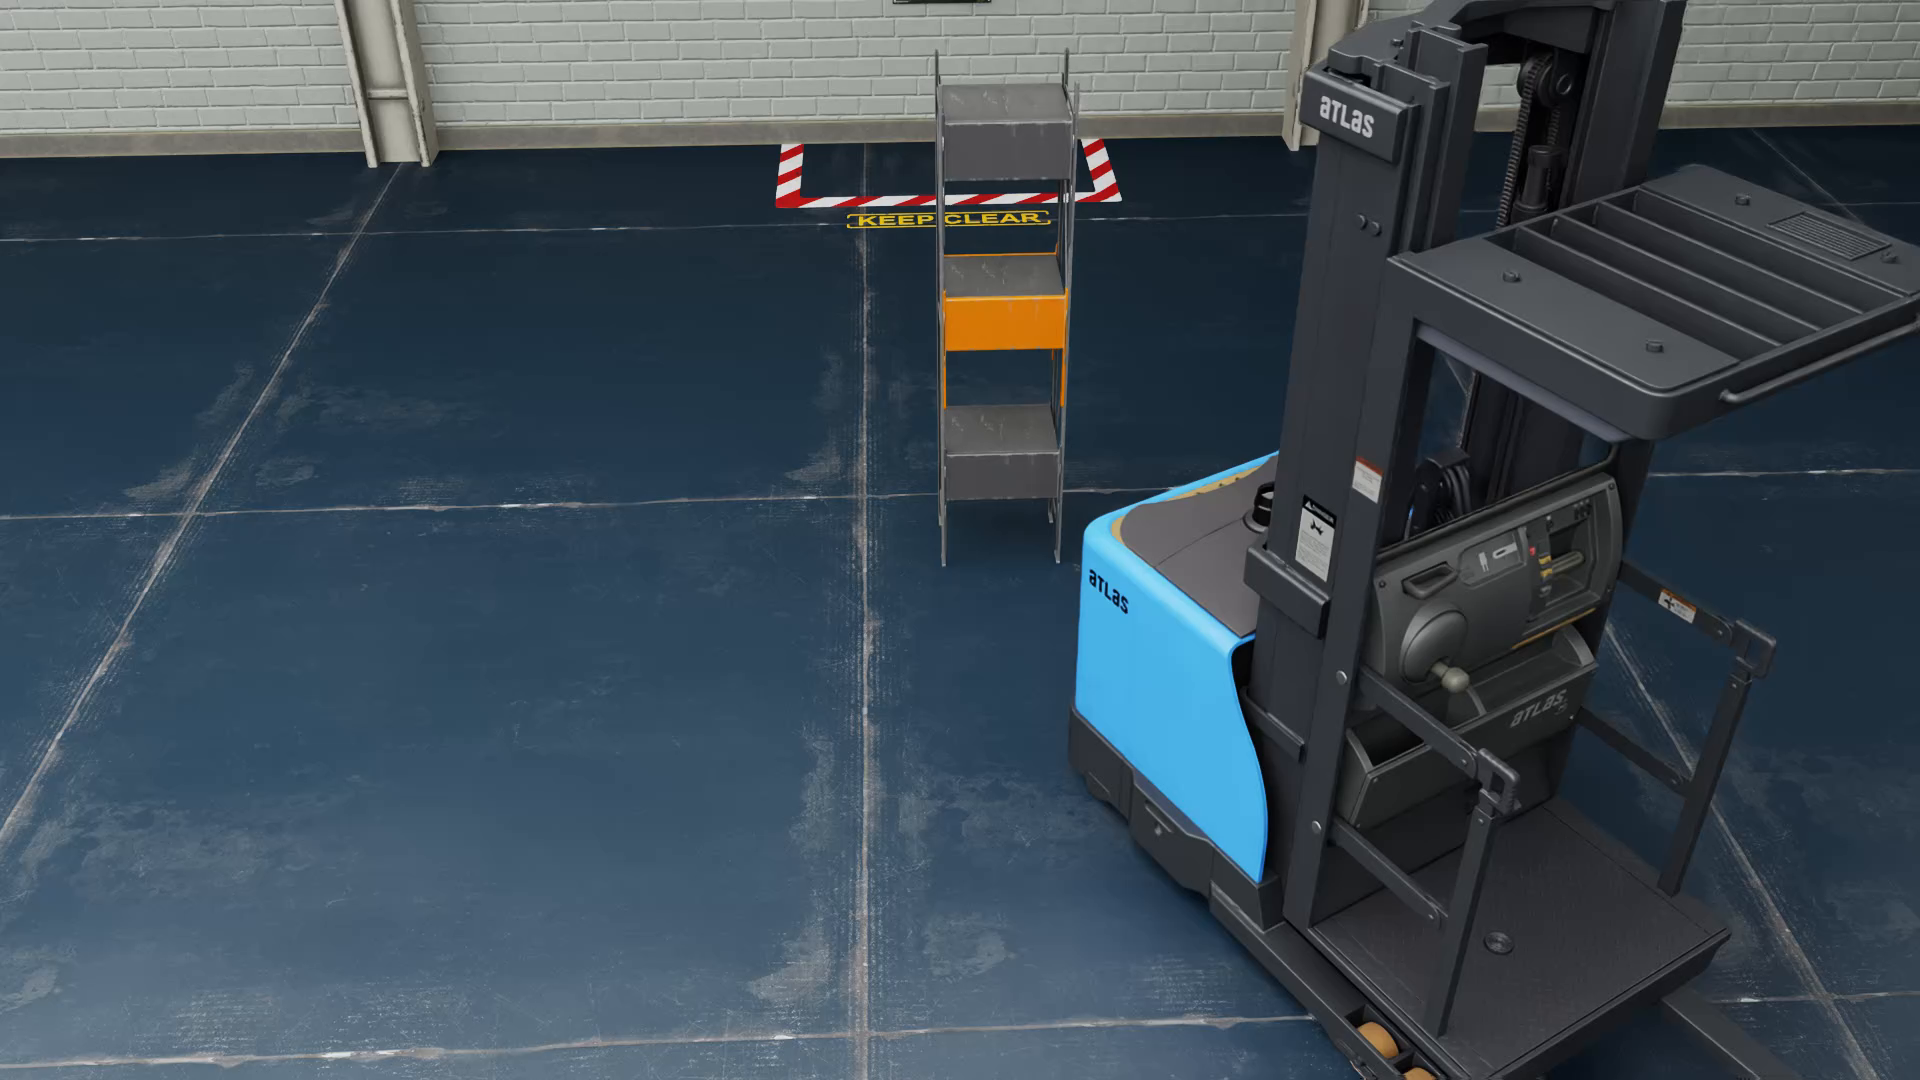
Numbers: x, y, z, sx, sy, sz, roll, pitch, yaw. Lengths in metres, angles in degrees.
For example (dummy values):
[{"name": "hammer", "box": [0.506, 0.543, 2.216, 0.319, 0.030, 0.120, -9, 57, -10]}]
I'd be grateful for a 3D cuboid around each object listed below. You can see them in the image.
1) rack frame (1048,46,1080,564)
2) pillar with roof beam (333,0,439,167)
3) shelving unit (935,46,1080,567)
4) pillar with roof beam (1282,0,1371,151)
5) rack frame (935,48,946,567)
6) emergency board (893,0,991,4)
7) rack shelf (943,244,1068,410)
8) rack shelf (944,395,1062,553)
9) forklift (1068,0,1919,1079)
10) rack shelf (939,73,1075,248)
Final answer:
[{"name": "rack frame", "box": [0.409, -0.874, 6.668, 0.015, 2.100, 0.400, -2, 35, -2]}, {"name": "pillar with roof beam", "box": [-3.422, -3.749, 4.760, 0.400, 9.000, 9.100, -2, 35, -2]}, {"name": "shelving unit", "box": [0.165, -0.868, 6.659, 0.503, 2.100, 0.431, -2, 35, -2]}, {"name": "pillar with roof beam", "box": [2.572, -3.911, 4.994, 0.400, 9.000, 9.100, -2, 35, -2]}, {"name": "rack frame", "box": [-0.078, -0.861, 6.649, 0.015, 2.100, 0.400, -2, 35, -2]}, {"name": "emergency board", "box": [-0.112, -3.857, 10.187, 0.626, 1.169, 0.157, -2, 35, -2]}, {"name": "rack shelf", "box": [0.165, -0.857, 6.667, 0.480, 0.518, 0.431, -2, 35, -2]}, {"name": "rack shelf", "box": [0.165, -0.281, 7.065, 0.480, 0.518, 0.431, -2, 35, -2]}, {"name": "forklift", "box": [1.598, 0.181, 4.412, 1.130, 2.935, 3.031, -20, 39, -26]}, {"name": "rack shelf", "box": [0.165, -1.432, 6.268, 0.480, 0.518, 0.431, -2, 35, -2]}]
